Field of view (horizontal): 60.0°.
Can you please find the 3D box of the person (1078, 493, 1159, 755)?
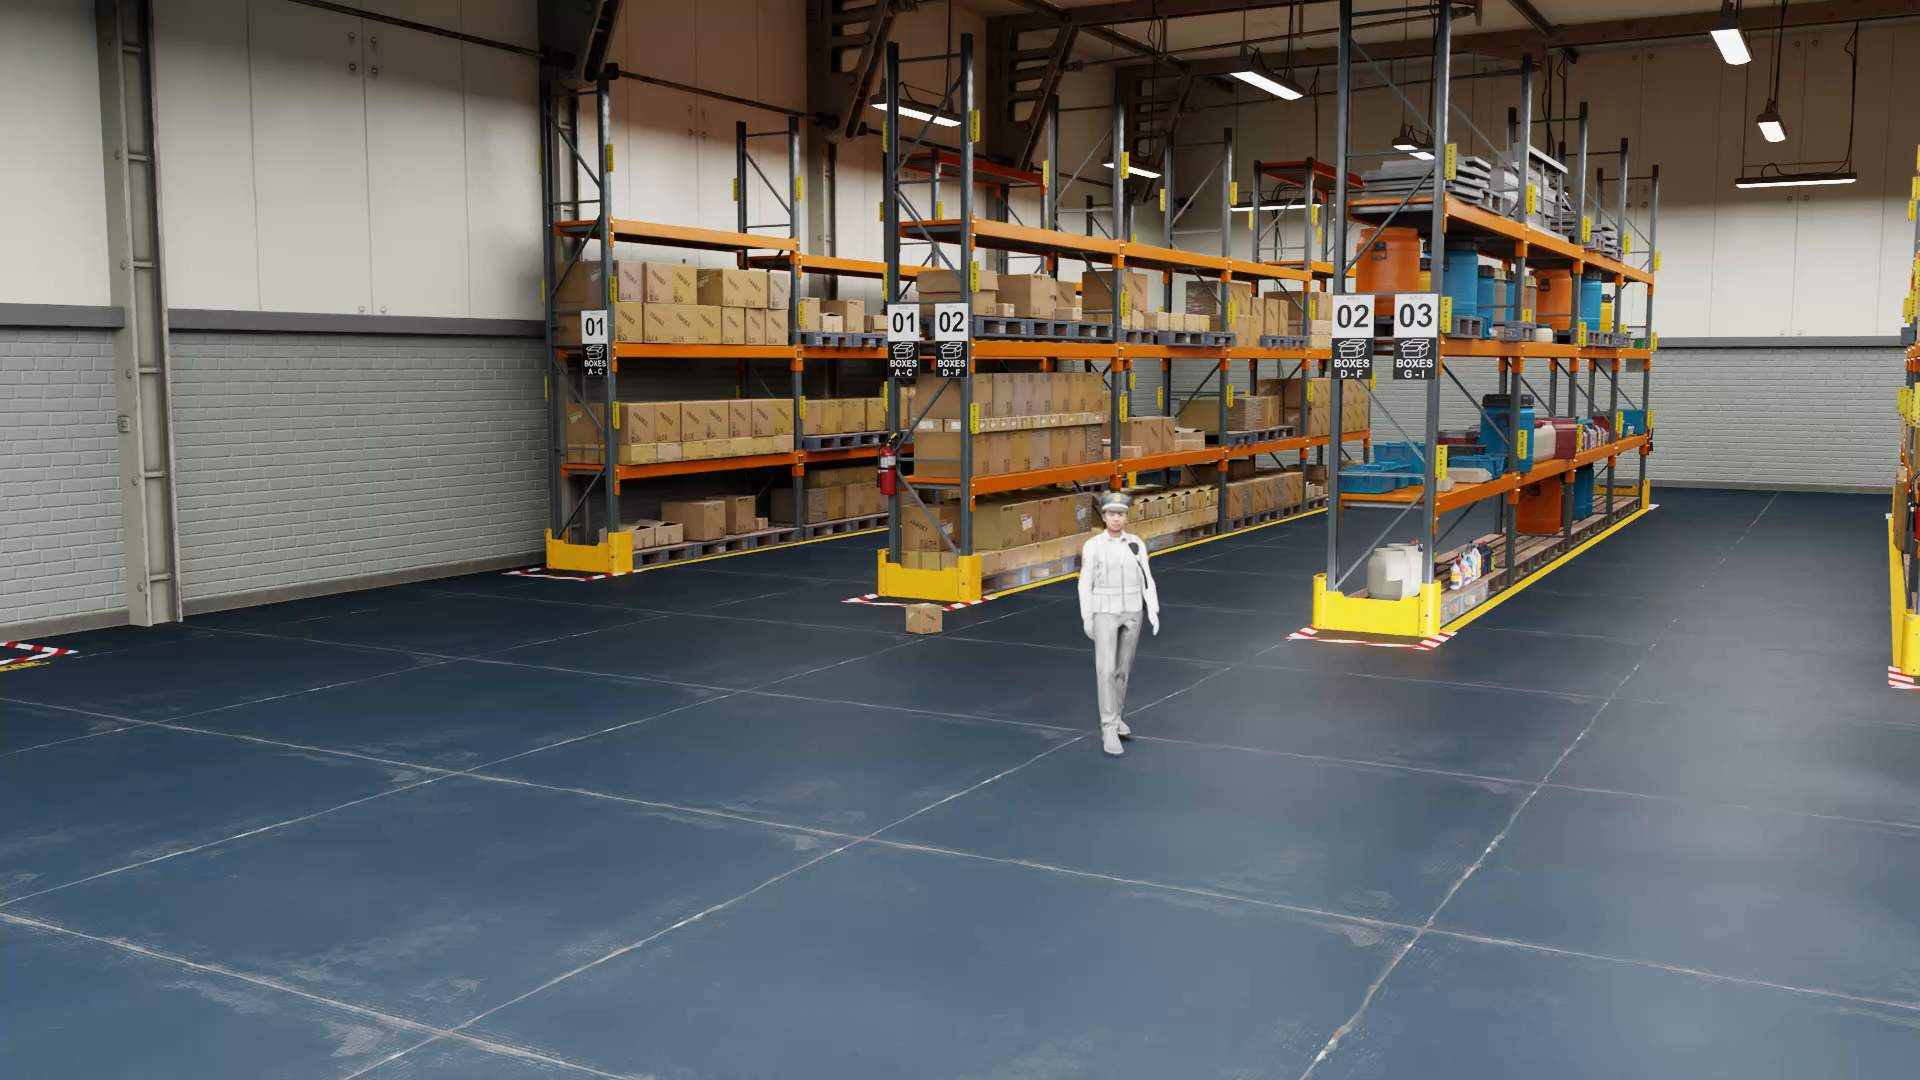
[{"bbox_3d":[1.099,0.525,11.145,0.490,1.675,0.748,-2,6,-15],"label":"person"}]
